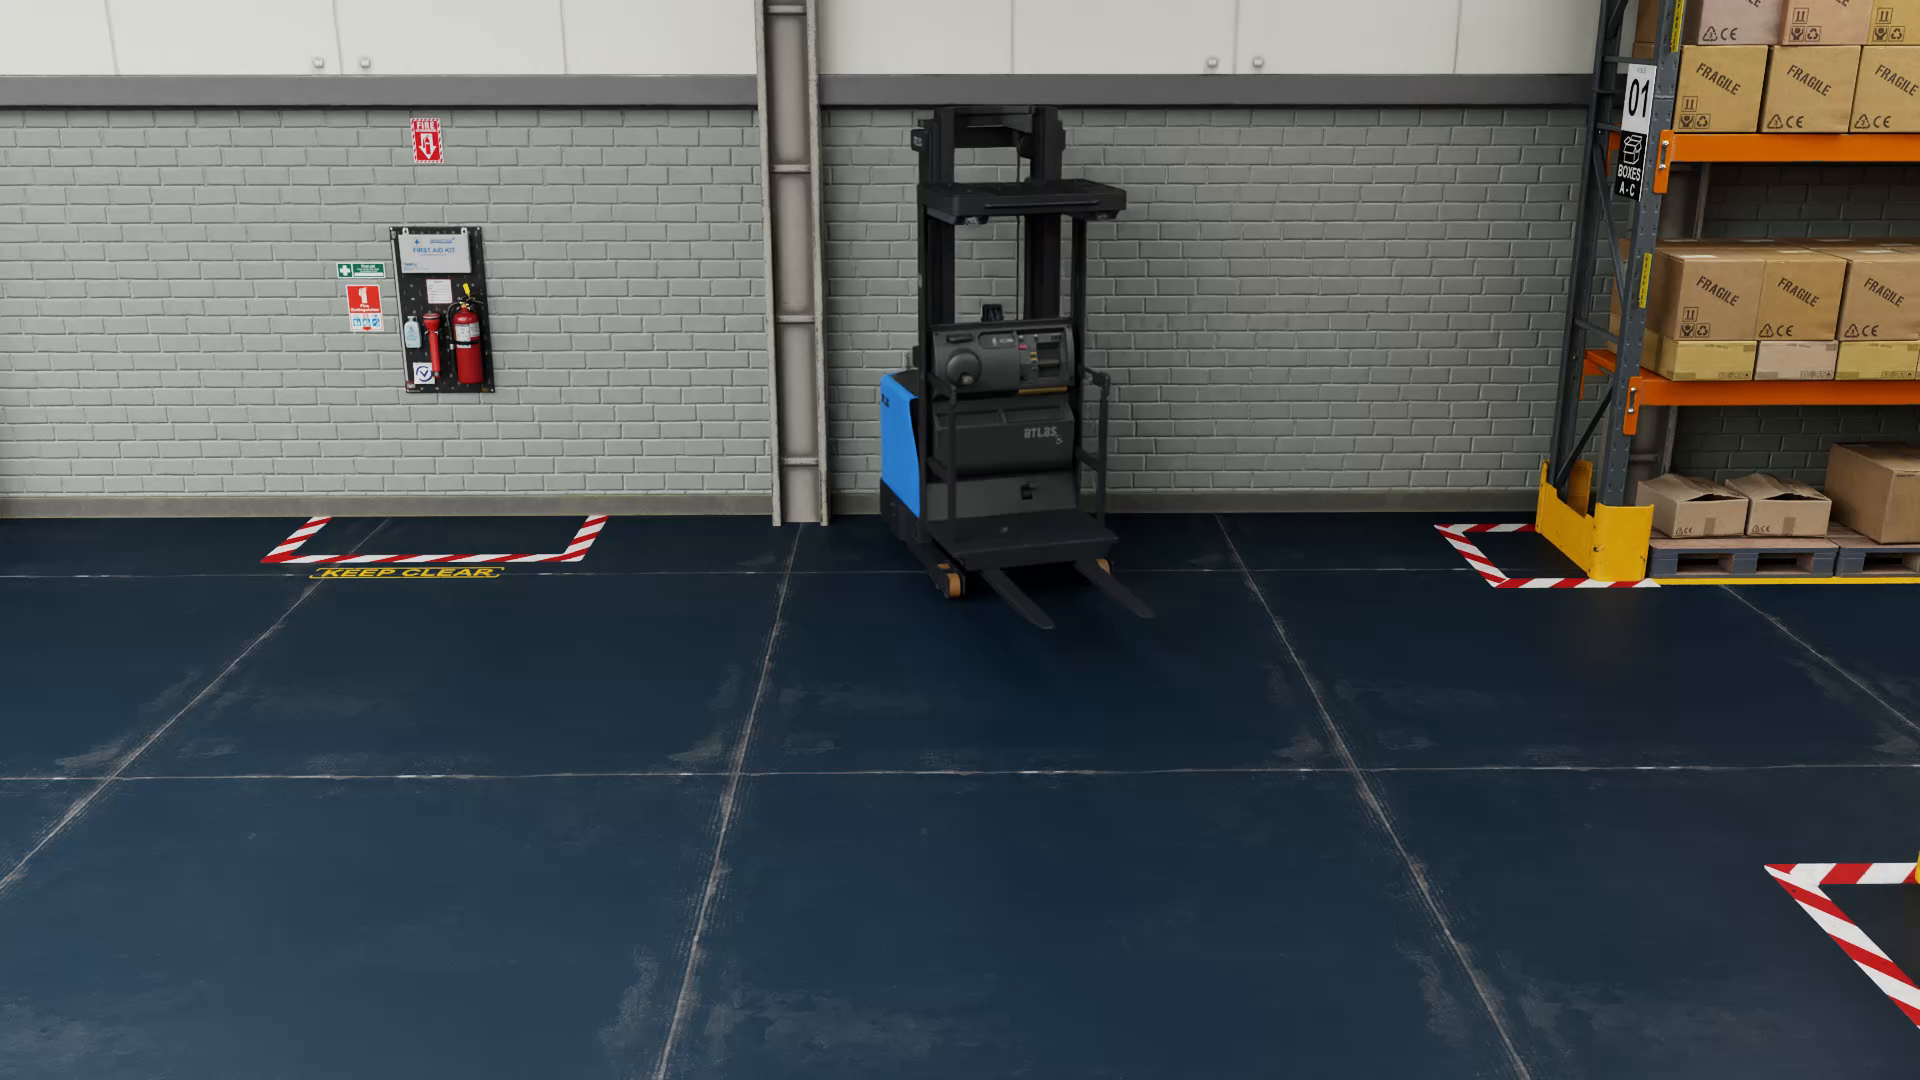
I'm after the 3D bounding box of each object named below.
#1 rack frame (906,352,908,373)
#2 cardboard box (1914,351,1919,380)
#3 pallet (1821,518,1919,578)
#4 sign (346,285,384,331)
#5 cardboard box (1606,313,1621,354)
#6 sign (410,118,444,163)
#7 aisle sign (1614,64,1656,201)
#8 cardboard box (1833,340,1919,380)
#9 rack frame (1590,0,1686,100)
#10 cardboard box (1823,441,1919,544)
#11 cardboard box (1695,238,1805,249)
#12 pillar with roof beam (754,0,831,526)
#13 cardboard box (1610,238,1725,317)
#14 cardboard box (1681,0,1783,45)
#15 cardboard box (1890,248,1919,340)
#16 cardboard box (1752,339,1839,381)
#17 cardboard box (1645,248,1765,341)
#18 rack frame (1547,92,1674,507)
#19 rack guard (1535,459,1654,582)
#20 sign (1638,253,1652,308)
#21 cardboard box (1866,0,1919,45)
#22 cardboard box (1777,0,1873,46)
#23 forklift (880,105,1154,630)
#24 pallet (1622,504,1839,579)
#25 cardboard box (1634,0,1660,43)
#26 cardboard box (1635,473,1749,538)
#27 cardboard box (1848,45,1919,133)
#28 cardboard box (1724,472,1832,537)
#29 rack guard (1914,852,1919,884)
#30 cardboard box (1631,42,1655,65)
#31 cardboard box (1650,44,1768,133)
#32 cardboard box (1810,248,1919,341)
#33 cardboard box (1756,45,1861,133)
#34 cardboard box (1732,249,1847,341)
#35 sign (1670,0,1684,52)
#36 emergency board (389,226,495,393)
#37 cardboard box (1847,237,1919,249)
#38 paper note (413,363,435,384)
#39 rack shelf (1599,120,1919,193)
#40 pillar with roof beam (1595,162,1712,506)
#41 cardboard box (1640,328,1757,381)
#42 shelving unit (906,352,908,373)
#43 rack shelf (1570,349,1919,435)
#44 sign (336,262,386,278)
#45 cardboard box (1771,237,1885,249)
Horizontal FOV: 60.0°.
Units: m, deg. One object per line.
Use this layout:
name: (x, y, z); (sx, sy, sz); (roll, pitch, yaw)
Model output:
rack frame: (-0.365, -0.726, 11.853); (0.006, 1.200, 0.240); (-1, 16, -3)
cardboard box: (6.201, -1.191, 10.563); (0.500, 0.250, 0.500); (0, 18, 0)
pallet: (6.280, -0.009, 11.231); (1.213, 0.211, 1.003); (0, 18, -1)
sign: (-4.165, -1.623, 11.637); (0.234, 0.329, 0.001); (0, 18, -1)
cardboard box: (4.639, -1.338, 11.021); (0.500, 0.250, 0.500); (0, 18, 0)
sign: (-3.620, -2.711, 11.293); (0.199, 0.298, 0.001); (0, 18, -1)
aisle sign: (4.107, -2.484, 10.126); (0.004, 0.787, 0.394); (0, 18, -1)
cardboard box: (5.696, -1.190, 10.558); (0.500, 0.250, 0.500); (-1, 18, -2)
rack frame: (4.174, -4.195, 9.893); (0.127, 3.000, 1.000); (0, 18, -1)
cardboard box: (6.172, -0.325, 11.021); (0.500, 0.500, 0.700); (-1, 18, -4)
cardboard box: (5.146, -1.700, 10.923); (0.500, 0.500, 0.500); (0, 18, 0)
pillar with roof beam: (-1.071, -3.119, 6.538); (0.400, 9.000, 9.100); (0, 18, -1)
cardboard box: (4.642, -1.701, 10.924); (0.500, 0.500, 0.500); (0, 18, -1)
cardboard box: (4.563, -3.228, 9.955); (0.500, 0.500, 0.500); (-2, 18, -5)
cardboard box: (6.183, -1.550, 10.455); (0.500, 0.500, 0.500); (0, 18, 1)
cardboard box: (5.186, -1.189, 10.556); (0.500, 0.250, 0.500); (-1, 18, -3)
cardboard box: (4.656, -1.544, 10.436); (0.500, 0.500, 0.500); (0, 18, -1)
rack frame: (4.174, -1.339, 10.810); (0.127, 3.000, 1.000); (0, 18, -1)
rack guard: (4.250, -0.149, 11.193); (0.348, 0.500, 1.175); (0, 18, -1)
sign: (4.183, -1.585, 10.161); (0.005, 0.325, 0.100); (0, 18, -1)
cardboard box: (5.578, -3.221, 9.933); (0.500, 0.500, 0.500); (0, 18, 1)
cardboard box: (5.066, -3.215, 9.914); (0.500, 0.500, 0.500); (0, 18, -1)
forklift: (0.344, -1.161, 10.369); (1.130, 2.935, 3.031); (-5, 19, -16)
pallet: (5.063, -0.004, 11.215); (1.213, 0.211, 1.003); (0, 18, -1)
cardboard box: (4.601, -3.382, 10.436); (0.500, 0.500, 0.500); (1, 18, 2)
cardboard box: (4.868, -0.244, 11.078); (0.500, 0.311, 0.500); (-2, 18, -7)
cardboard box: (5.569, -2.745, 10.086); (0.500, 0.500, 0.500); (1, 18, 2)
cardboard box: (5.438, -0.246, 11.086); (0.500, 0.311, 0.500); (1, 18, 4)
rack guard: (4.232, 1.365, 6.475); (0.348, 0.500, 1.175); (0, 18, -1)
cardboard box: (4.588, -2.903, 10.580); (0.500, 0.500, 0.500); (1, 18, 3)
cardboard box: (4.513, -2.749, 10.100); (0.500, 0.500, 0.500); (0, 18, 1)
cardboard box: (5.667, -1.544, 10.436); (0.500, 0.500, 0.500); (-1, 18, -3)
cardboard box: (5.050, -2.741, 10.074); (0.500, 0.500, 0.500); (1, 18, 3)
cardboard box: (5.151, -1.544, 10.434); (0.500, 0.500, 0.500); (0, 18, -1)
sign: (4.183, -3.017, 9.701); (0.005, 0.325, 0.100); (0, 18, -1)
emergency board: (-3.610, -1.577, 11.553); (0.643, 1.169, 0.194); (0, 18, -1)
cardboard box: (6.166, -1.707, 10.942); (0.500, 0.500, 0.500); (0, 18, 0)
paper note: (-3.788, -1.178, 11.750); (0.142, 0.148, 0.016); (0, 18, -1)
rack shelf: (6.174, -2.434, 10.491); (4.000, 0.370, 1.077); (0, 18, -1)
pillar with roof beam: (4.929, -3.148, 6.629); (0.400, 9.000, 9.100); (0, 18, -1)
cardboard box: (4.667, -1.182, 10.534); (0.500, 0.250, 0.500); (-1, 18, -2)
shelving unit: (-0.274, -0.728, 11.858); (0.189, 1.200, 0.258); (-1, 16, -3)
rack shelf: (6.174, -1.006, 10.950); (4.000, 0.370, 1.077); (0, 18, -1)
sign: (-4.160, -1.872, 11.548); (0.331, 0.109, 0.001); (0, 18, -1)
cardboard box: (5.663, -1.704, 10.934); (0.500, 0.500, 0.500); (-1, 18, -2)
